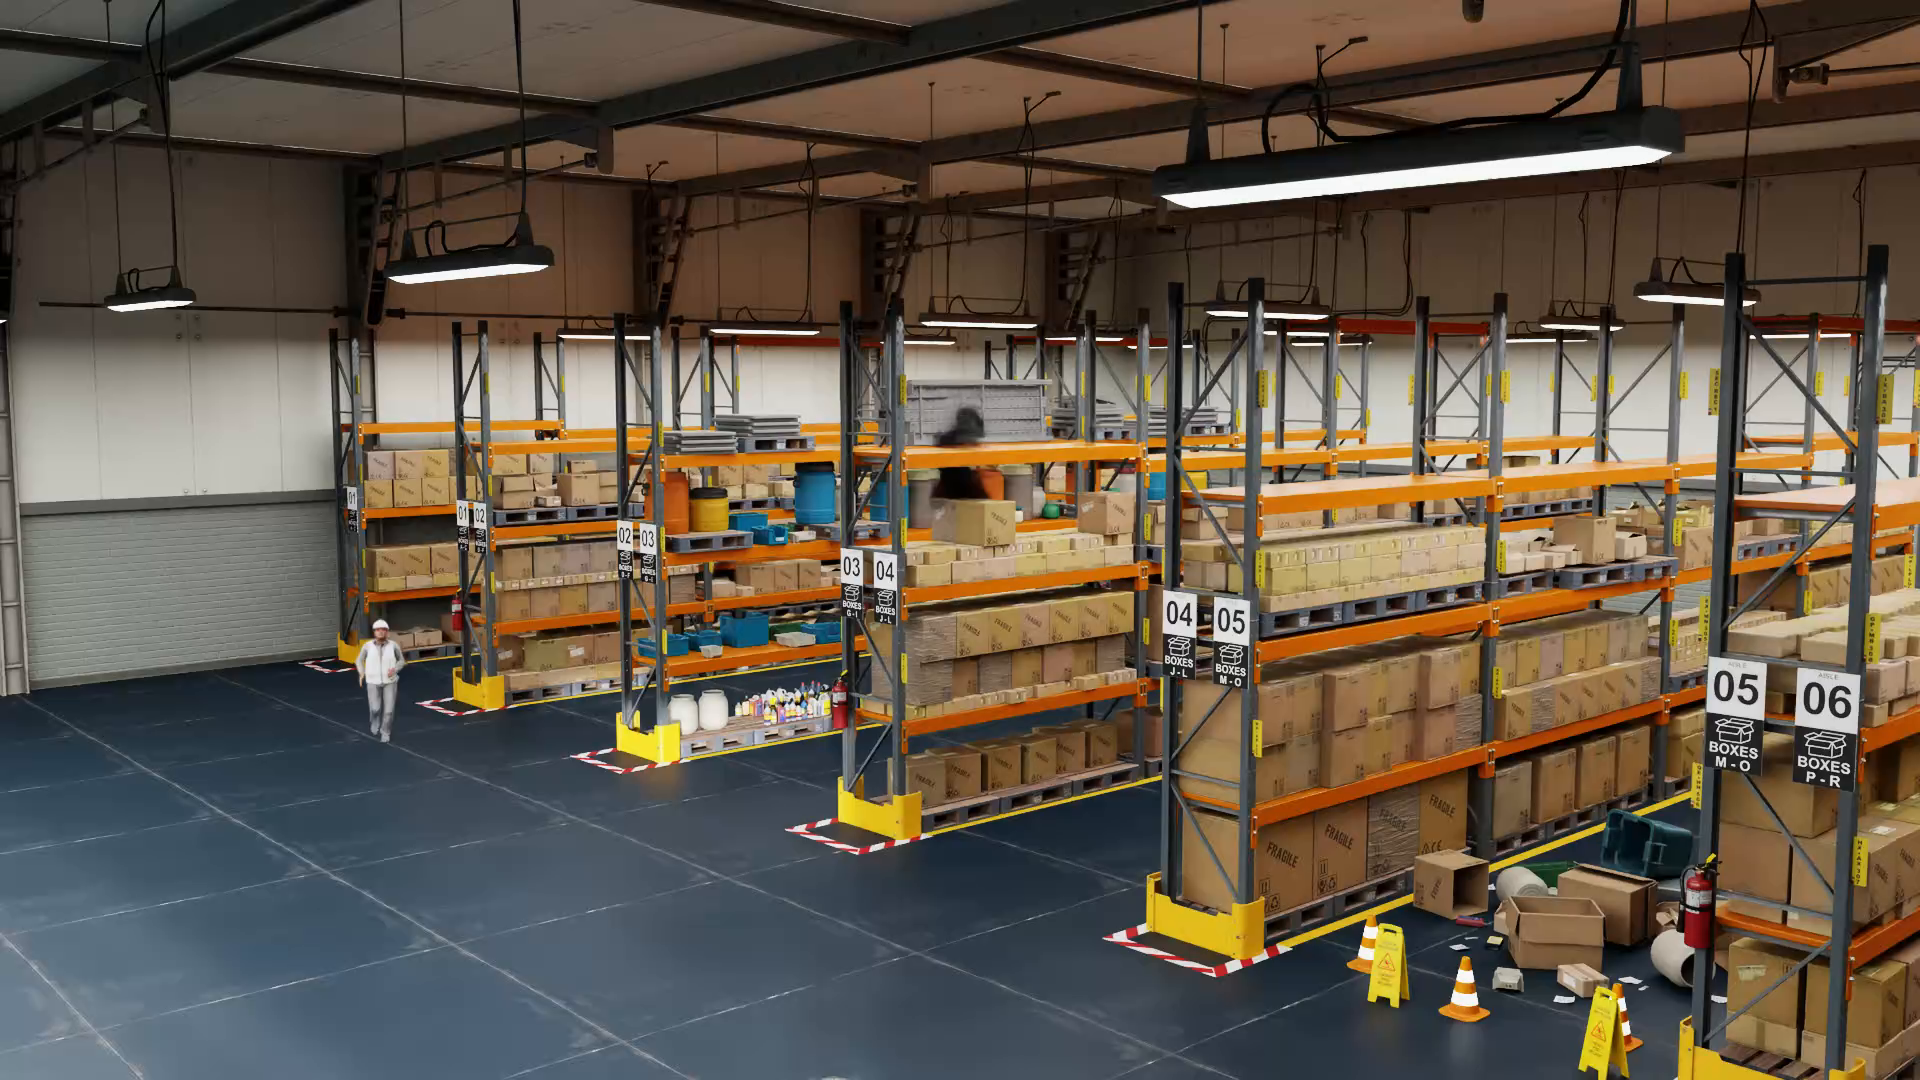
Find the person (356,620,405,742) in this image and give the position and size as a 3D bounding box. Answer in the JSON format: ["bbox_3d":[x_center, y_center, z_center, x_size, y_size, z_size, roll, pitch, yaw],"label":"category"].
[{"bbox_3d":[-8.147,1.994,23.413,0.658,1.731,0.573,-2,6,-21],"label":"person"}]

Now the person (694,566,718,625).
[{"bbox_3d":[-4.721,1.270,30.996,0.612,1.671,0.657,-5,8,-43],"label":"person"}]
